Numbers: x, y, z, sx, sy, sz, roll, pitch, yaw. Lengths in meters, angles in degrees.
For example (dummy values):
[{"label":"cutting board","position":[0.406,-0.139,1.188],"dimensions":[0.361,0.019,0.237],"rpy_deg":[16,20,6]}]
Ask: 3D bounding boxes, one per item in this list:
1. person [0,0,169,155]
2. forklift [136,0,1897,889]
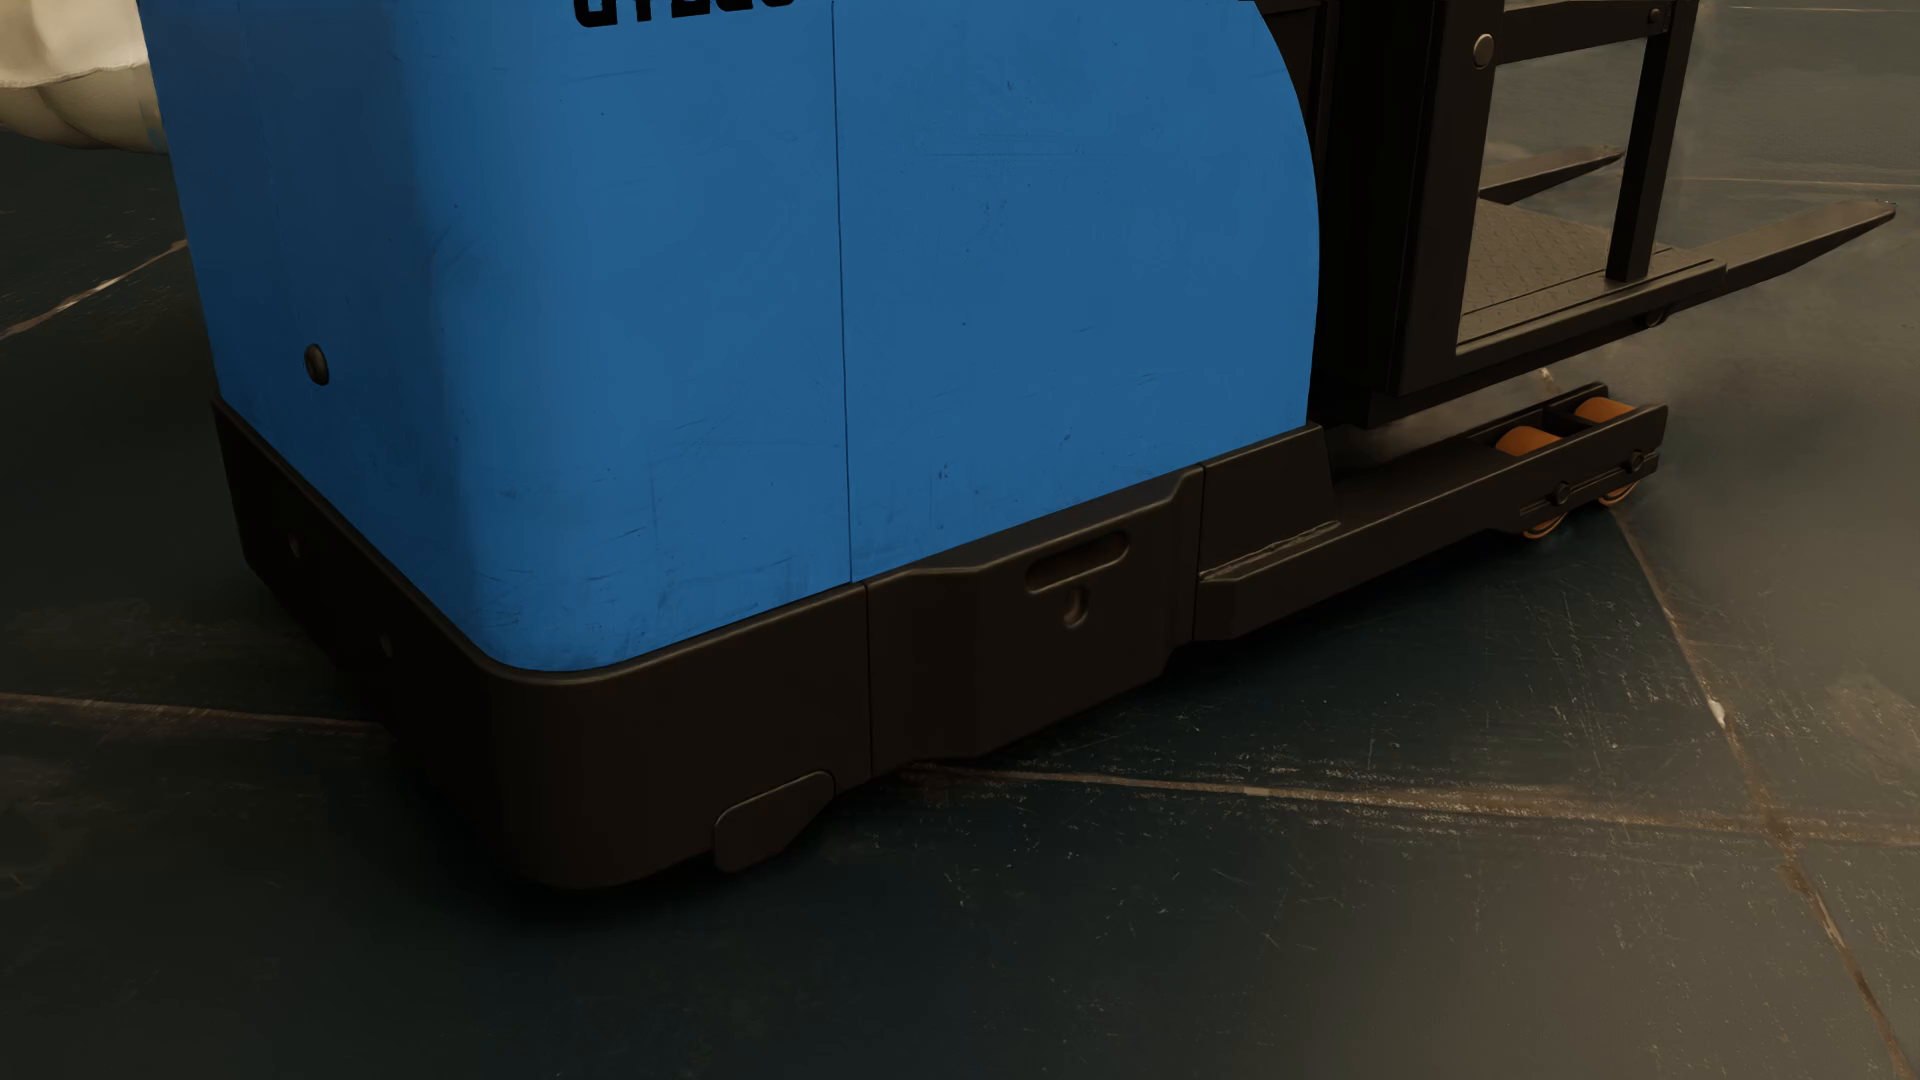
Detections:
[{"label":"person","position":[-1.377,-0.963,2.981],"dimensions":[0.960,1.420,0.923],"rpy_deg":[13,29,23]},{"label":"forklift","position":[0.479,-1.481,2.185],"dimensions":[3.031,2.935,1.130],"rpy_deg":[-19,32,-33]}]
